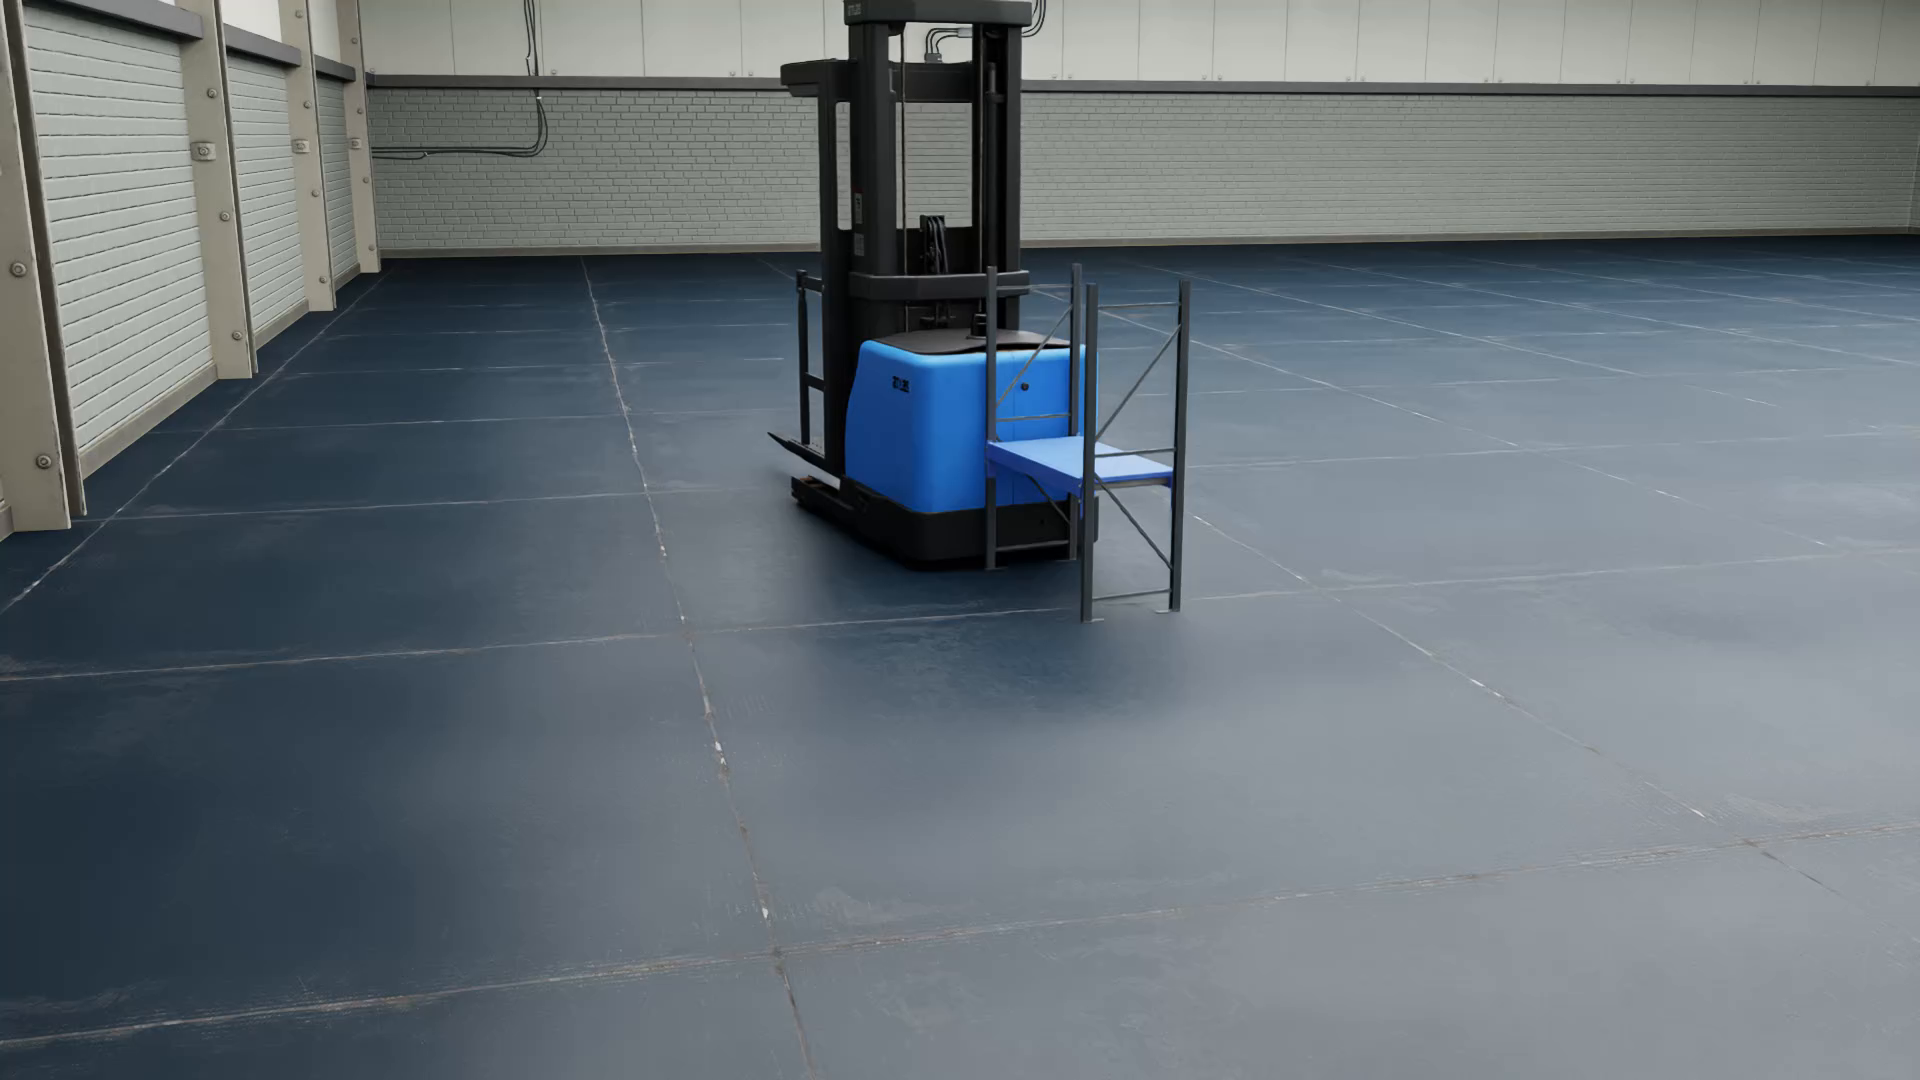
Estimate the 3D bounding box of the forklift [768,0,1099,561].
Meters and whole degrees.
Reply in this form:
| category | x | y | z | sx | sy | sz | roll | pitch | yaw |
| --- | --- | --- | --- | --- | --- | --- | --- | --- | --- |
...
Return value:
| category | x | y | z | sx | sy | sz | roll | pitch | yaw |
| --- | --- | --- | --- | --- | --- | --- | --- | --- | --- |
| forklift | -0.341 | -1.623 | 9.395 | 1.130 | 2.935 | 3.031 | -6 | 15 | -23 |

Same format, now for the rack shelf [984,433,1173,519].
| category | x | y | z | sx | sy | sz | roll | pitch | yaw |
| --- | --- | --- | --- | --- | --- | --- | --- | --- | --- |
| rack shelf | 0.565 | -0.315 | 7.815 | 0.538 | 0.185 | 1.000 | -6 | 15 | -23 |

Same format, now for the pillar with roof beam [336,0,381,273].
| category | x | y | z | sx | sy | sz | roll | pitch | yaw |
| --- | --- | --- | --- | --- | --- | --- | --- | --- | --- |
| pillar with roof beam | -5.160 | -8.862 | 26.240 | 9.100 | 9.000 | 0.400 | -3 | 14 | -13 |

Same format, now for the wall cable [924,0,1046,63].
| category | x | y | z | sx | sy | sz | roll | pitch | yaw |
| --- | --- | --- | --- | --- | --- | --- | --- | --- | --- |
| wall cable | 0.481 | -11.553 | 30.088 | 2.305 | 6.003 | 0.169 | -3 | 14 | -13 |

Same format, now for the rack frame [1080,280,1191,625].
| category | x | y | z | sx | sy | sz | roll | pitch | yaw |
| --- | --- | --- | --- | --- | --- | --- | --- | --- | --- |
| rack frame | 0.770 | -0.379 | 7.320 | 0.500 | 1.500 | 0.032 | -6 | 15 | -23 |

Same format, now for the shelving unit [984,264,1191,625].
| category | x | y | z | sx | sy | sz | roll | pitch | yaw |
| --- | --- | --- | --- | --- | --- | --- | --- | --- | --- |
| shelving unit | 0.565 | -0.490 | 7.772 | 0.538 | 1.500 | 1.048 | -6 | 15 | -23 |

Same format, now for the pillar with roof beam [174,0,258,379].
| category | x | y | z | sx | sy | sz | roll | pitch | yaw |
| --- | --- | --- | --- | --- | --- | --- | --- | --- | --- |
| pillar with roof beam | -2.341 | -6.094 | 14.908 | 9.100 | 9.000 | 0.400 | -3 | 14 | -13 |

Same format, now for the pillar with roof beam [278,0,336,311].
| category | x | y | z | sx | sy | sz | roll | pitch | yaw |
| --- | --- | --- | --- | --- | --- | --- | --- | --- | --- |
| pillar with roof beam | -3.750 | -7.478 | 20.574 | 9.100 | 9.000 | 0.400 | -3 | 14 | -13 |

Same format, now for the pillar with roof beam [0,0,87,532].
| category | x | y | z | sx | sy | sz | roll | pitch | yaw |
| --- | --- | --- | --- | --- | --- | --- | --- | --- | --- |
| pillar with roof beam | -0.932 | -4.710 | 9.243 | 9.100 | 9.000 | 0.400 | -3 | 14 | -13 |

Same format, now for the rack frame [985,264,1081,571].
| category | x | y | z | sx | sy | sz | roll | pitch | yaw |
| --- | --- | --- | --- | --- | --- | --- | --- | --- | --- |
| rack frame | 0.359 | -0.600 | 8.224 | 0.500 | 1.500 | 0.032 | -6 | 15 | -23 |

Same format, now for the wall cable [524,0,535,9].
| category | x | y | z | sx | sy | sz | roll | pitch | yaw |
| --- | --- | --- | --- | --- | --- | --- | --- | --- | --- |
| wall cable | -6.121 | -10.471 | 28.727 | 3.097 | 2.526 | 0.112 | -3 | 14 | -13 |

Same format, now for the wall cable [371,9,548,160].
| category | x | y | z | sx | sy | sz | roll | pitch | yaw |
| --- | --- | --- | --- | --- | --- | --- | --- | --- | --- |
| wall cable | -8.751 | -7.867 | 28.709 | 3.097 | 2.526 | 0.112 | -3 | 14 | -13 |
